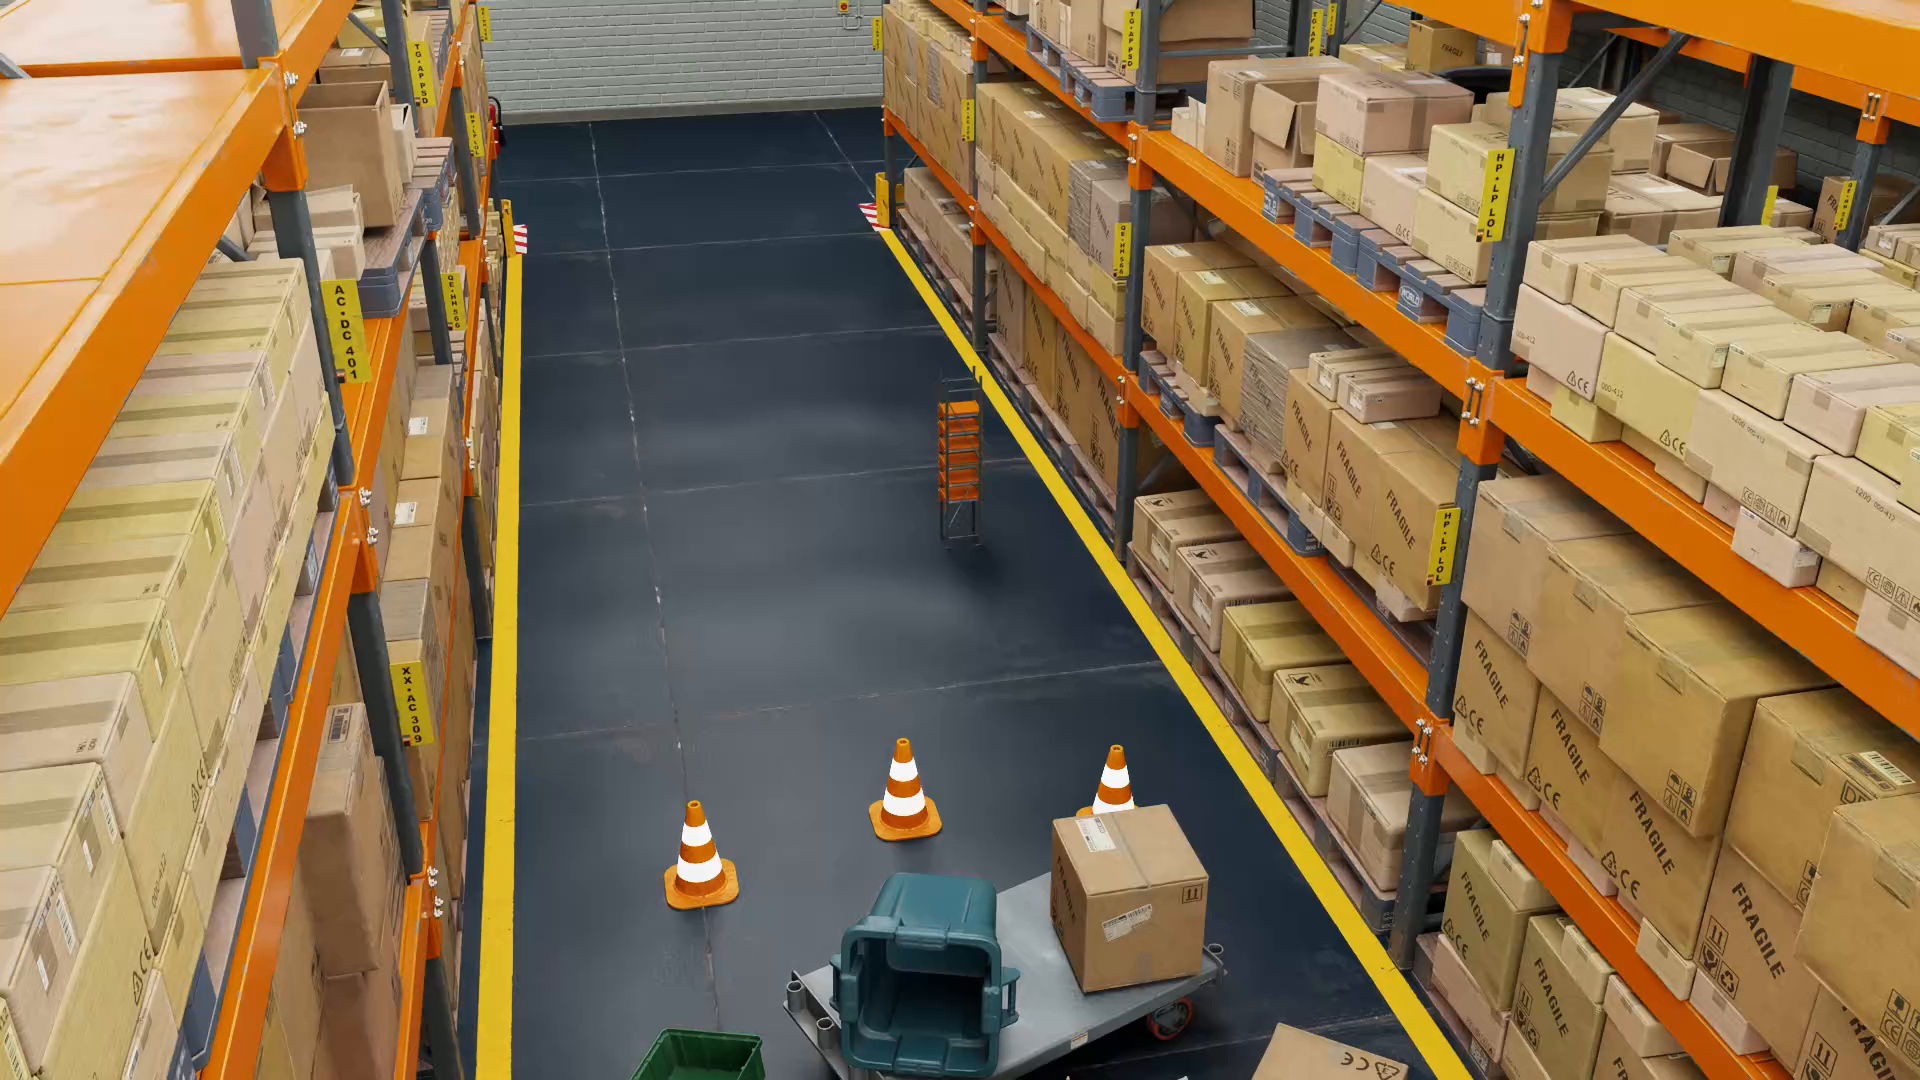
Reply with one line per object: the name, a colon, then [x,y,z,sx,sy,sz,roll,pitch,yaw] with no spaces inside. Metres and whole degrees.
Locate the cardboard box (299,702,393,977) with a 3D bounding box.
cardboard box: [-2.105,0.880,4.659,0.875,0.550,0.550,-6,27,-12]

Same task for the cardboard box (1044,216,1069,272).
cardboard box: [0.895,-2.060,11.460,0.500,0.250,0.500,-7,28,-13]

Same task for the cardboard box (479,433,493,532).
cardboard box: [-3.321,-0.350,10.770,0.500,0.500,0.500,-6,27,-11]

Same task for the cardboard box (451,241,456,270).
cardboard box: [-3.675,-1.944,11.432,0.380,0.149,0.250,-7,28,-14]

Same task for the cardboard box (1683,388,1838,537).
cardboard box: [2.466,-0.250,4.771,0.500,0.250,0.500,-6,27,-11]

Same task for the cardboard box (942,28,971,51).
cardboard box: [0.059,-4.361,14.468,0.380,0.149,0.250,-6,27,-12]

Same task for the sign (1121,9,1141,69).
sign: [0.964,-2.822,9.367,0.100,0.325,0.005,-6,27,-12]

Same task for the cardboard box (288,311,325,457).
cardboard box: [-2.031,-0.413,4.516,0.500,0.250,0.500,-6,27,-12]

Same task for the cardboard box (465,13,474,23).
cardboard box: [-4.637,-4.460,15.053,0.500,0.500,0.500,-7,28,-13]

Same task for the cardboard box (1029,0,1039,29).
cardboard box: [0.676,-3.654,11.361,0.396,0.266,0.258,-4,27,-7]

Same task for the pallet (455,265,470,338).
pallet: [-3.779,-1.501,10.955,1.003,0.211,1.213,-6,27,-12]

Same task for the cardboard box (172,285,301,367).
cardboard box: [-1.942,-0.542,4.329,0.380,0.149,0.250,-6,27,-12]

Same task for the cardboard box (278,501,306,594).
cardboard box: [-1.824,0.038,4.064,0.380,0.149,0.250,-6,27,-11]

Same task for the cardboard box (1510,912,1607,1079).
cardboard box: [2.410,1.712,6.128,0.500,0.500,0.500,-5,27,-10]

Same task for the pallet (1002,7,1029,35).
pallet: [0.860,-3.881,12.341,0.805,0.209,1.217,-7,28,-14]

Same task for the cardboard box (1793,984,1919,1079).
cardboard box: [2.701,1.415,4.523,0.500,0.500,0.500,-6,27,-12]

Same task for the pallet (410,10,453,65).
pallet: [-4.159,-3.451,11.485,1.213,0.211,1.003,-6,27,-12]

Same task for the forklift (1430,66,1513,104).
forklift: [3.377,-1.403,10.623,1.130,2.935,3.031,-7,28,-13]

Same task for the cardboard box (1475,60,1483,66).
cardboard box: [5.123,-4.733,16.982,0.500,0.250,0.500,-5,27,-10]

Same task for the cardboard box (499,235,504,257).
cardboard box: [-4.618,-2.836,16.085,0.380,0.149,0.250,-5,27,-10]

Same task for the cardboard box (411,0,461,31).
cardboard box: [-4.042,-3.980,12.491,0.500,0.250,0.500,-5,27,-9]

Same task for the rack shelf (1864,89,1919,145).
rack shelf: [6.792,-1.915,9.030,1.077,0.370,4.000,-6,27,-12]

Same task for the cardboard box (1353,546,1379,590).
cardboard box: [1.981,0.096,7.390,0.380,0.149,0.250,-7,28,-13]

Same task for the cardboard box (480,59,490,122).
cardboard box: [-4.744,-4.240,15.728,0.500,0.500,0.500,-5,27,-11]

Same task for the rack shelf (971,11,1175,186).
rack shelf: [1.056,-3.165,11.508,1.077,0.370,4.000,-6,27,-12]

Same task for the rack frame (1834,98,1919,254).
rack frame: [6.342,-1.775,11.284,1.000,3.000,0.127,-6,27,-12]

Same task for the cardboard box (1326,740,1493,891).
cardboard box: [2.287,1.243,7.756,0.950,0.372,0.625,-6,27,-11]

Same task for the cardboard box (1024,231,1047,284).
cardboard box: [0.769,-2.064,12.024,0.500,0.250,0.500,-6,27,-12]

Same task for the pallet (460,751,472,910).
pallet: [-2.918,1.411,8.067,1.003,0.211,1.213,-6,27,-12]

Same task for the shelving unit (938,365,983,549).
shelving unit: [0.003,-0.529,10.814,0.258,1.200,0.189,-6,27,-12]

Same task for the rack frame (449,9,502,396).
rack frame: [-4.195,-2.478,12.677,1.000,3.000,0.127,-6,27,-12]

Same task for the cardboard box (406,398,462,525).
cardboard box: [-2.819,-0.377,8.404,0.500,0.500,0.500,-6,27,-12]

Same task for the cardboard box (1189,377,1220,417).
cardboard box: [1.488,-0.808,9.180,0.380,0.149,0.250,-6,27,-11]

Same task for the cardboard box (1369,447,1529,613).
cardboard box: [2.080,-0.057,6.974,0.500,0.500,0.500,-6,27,-13]

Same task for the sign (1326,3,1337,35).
sign: [4.010,-5.618,17.938,0.100,0.325,0.005,-6,27,-12]

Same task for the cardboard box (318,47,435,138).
cardboard box: [-3.163,-2.384,9.050,0.500,0.500,0.500,-6,27,-12]

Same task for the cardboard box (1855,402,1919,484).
cardboard box: [2.592,-0.250,4.329,0.380,0.149,0.250,-5,27,-11]

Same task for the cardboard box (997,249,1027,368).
cardboard box: [0.823,-2.000,13.622,0.875,0.875,0.875,-5,27,-10]

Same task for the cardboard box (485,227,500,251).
cardboard box: [-4.436,-2.758,15.270,0.380,0.149,0.250,-5,27,-10]

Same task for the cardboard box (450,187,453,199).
cardboard box: [-3.853,-2.545,11.962,0.380,0.149,0.250,-7,28,-13]

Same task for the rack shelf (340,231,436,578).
rack shelf: [-2.843,-0.862,6.945,1.077,0.370,4.000,-6,27,-12]

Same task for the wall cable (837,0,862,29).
wall cable: [-1.590,-7.722,21.904,0.585,1.953,0.123,-6,27,-12]

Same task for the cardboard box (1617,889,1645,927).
cardboard box: [2.476,1.215,5.639,0.380,0.149,0.250,-6,27,-12]

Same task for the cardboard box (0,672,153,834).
cardboard box: [-1.484,0.350,2.563,0.380,0.149,0.250,-6,27,-12]

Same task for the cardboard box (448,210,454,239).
cardboard box: [-3.733,-2.187,11.584,0.380,0.149,0.250,-7,28,-13]

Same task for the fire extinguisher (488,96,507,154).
fire extinguisher: [-4.703,-4.191,16.570,0.296,0.674,0.183,-6,27,-12]

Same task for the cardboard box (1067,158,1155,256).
cardboard box: [1.012,-2.185,10.876,0.500,0.500,0.500,-5,27,-11]

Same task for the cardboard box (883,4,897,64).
cardboard box: [-0.466,-5.032,16.517,0.500,0.500,0.500,-7,28,-13]

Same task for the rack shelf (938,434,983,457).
rack shelf: [0.003,-0.597,10.779,0.258,0.103,0.180,-6,27,-12]

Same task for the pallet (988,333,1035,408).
pallet: [0.852,-1.449,13.733,1.003,0.211,1.213,-6,27,-12]

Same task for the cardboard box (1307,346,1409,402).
cardboard box: [1.831,-0.767,7.659,0.380,0.149,0.250,-7,28,-14]

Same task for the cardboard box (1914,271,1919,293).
cardboard box: [6.315,-1.491,10.334,0.500,0.250,0.500,-5,27,-10]

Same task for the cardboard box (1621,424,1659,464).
cardboard box: [2.407,-0.360,5.431,0.380,0.149,0.250,-6,27,-12]

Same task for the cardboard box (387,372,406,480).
cardboard box: [-2.969,-0.568,7.672,0.700,0.500,0.500,-6,27,-12]

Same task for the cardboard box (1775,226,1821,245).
cardboard box: [5.820,-2.100,11.740,0.380,0.149,0.250,-5,27,-11]

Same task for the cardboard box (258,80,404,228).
cardboard box: [-2.629,-1.603,6.927,0.500,0.500,0.500,-6,27,-12]

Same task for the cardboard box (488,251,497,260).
cardboard box: [-4.411,-2.511,15.109,0.380,0.149,0.250,-5,27,-9]

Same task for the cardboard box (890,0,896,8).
cardboard box: [-0.486,-5.378,16.482,0.380,0.149,0.250,-5,27,-11]

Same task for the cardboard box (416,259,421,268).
cardboard box: [-3.382,-1.628,10.145,0.380,0.149,0.250,-7,28,-14]
